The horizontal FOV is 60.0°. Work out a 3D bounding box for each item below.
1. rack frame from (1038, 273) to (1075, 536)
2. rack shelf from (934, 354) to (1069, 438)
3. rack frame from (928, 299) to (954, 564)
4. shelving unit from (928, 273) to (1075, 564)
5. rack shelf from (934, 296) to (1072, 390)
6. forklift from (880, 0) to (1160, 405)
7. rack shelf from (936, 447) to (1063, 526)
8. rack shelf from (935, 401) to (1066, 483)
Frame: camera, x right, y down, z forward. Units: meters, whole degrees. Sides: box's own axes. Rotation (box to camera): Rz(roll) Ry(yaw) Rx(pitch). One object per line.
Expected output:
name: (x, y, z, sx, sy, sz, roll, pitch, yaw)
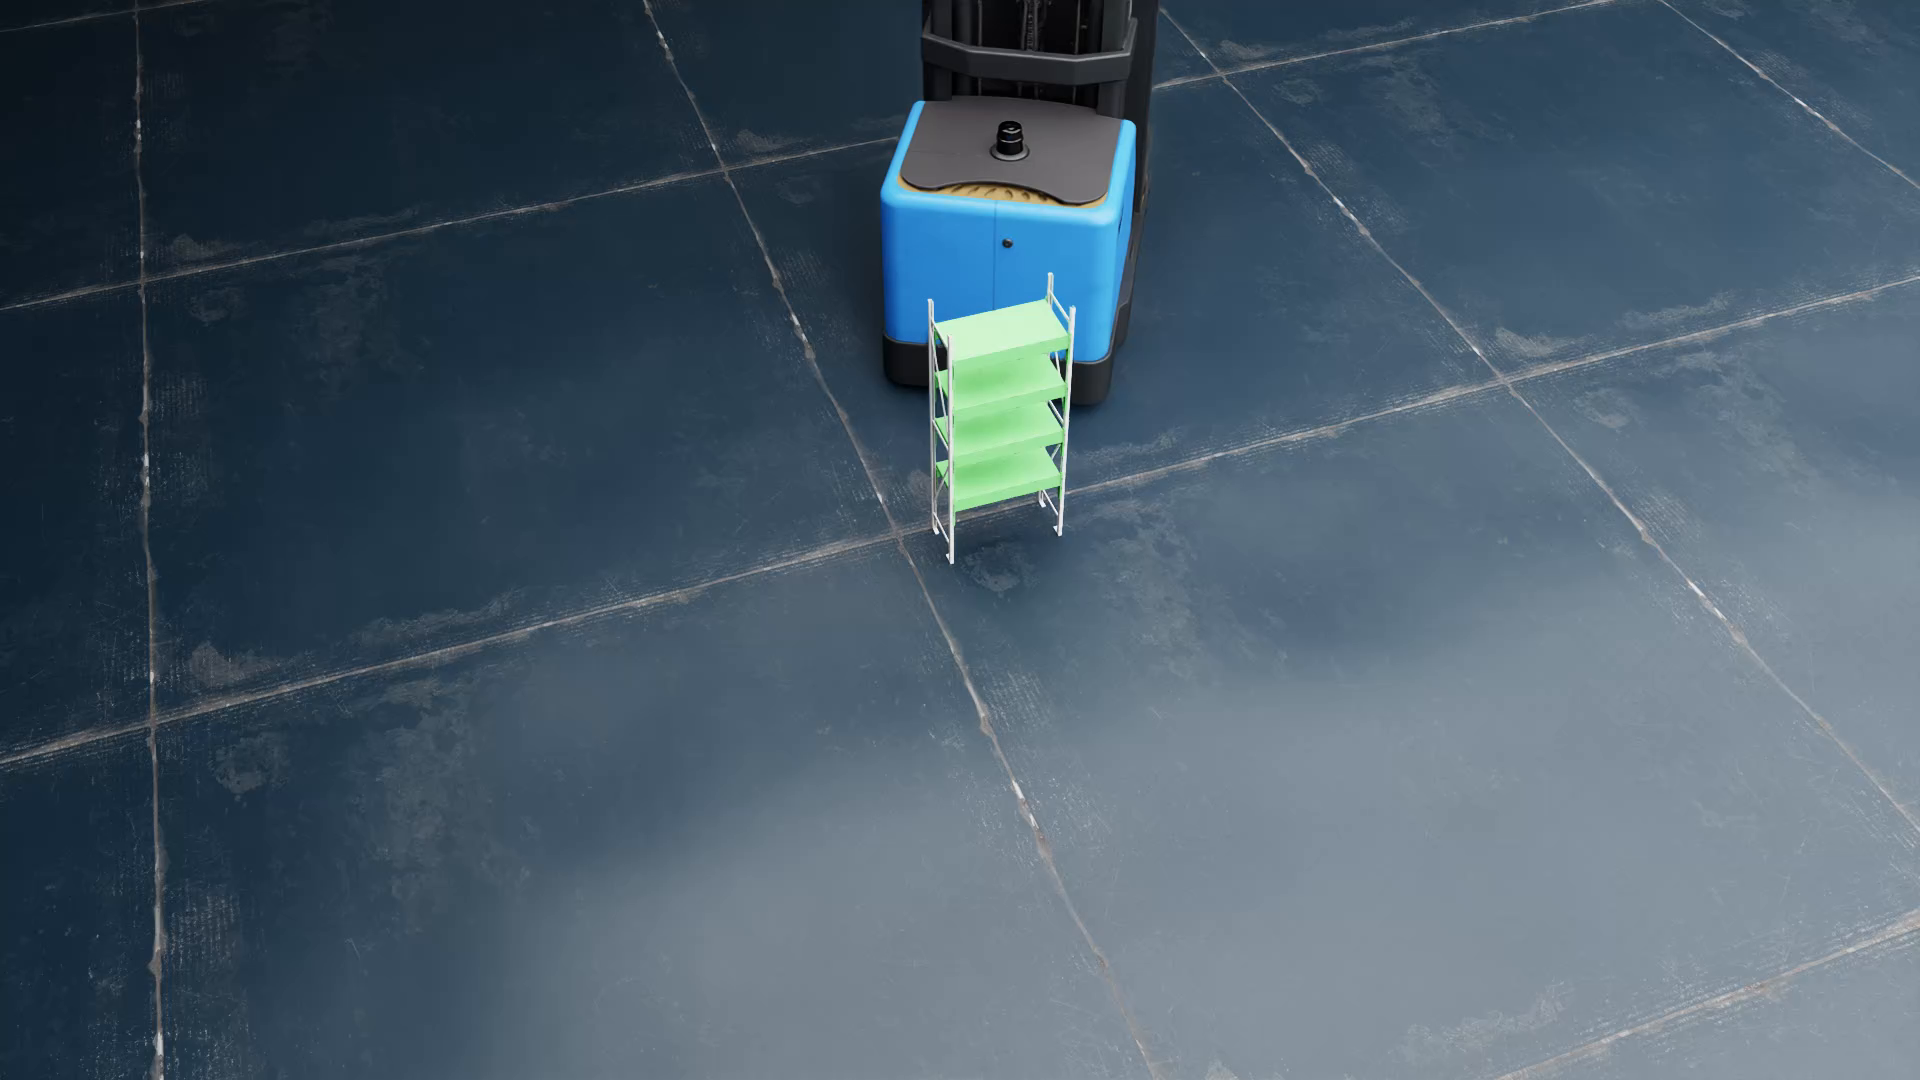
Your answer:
rack frame: (0.385, -0.522, 6.732, 0.015, 1.200, 0.240, -14, 47, -14)
rack shelf: (0.156, -0.588, 6.549, 0.480, 0.148, 0.258, -14, 47, -14)
rack frame: (-0.074, -0.405, 6.616, 0.015, 1.200, 0.240, -14, 47, -14)
shelving unit: (0.156, -0.463, 6.674, 0.503, 1.200, 0.258, -14, 47, -14)
rack shelf: (0.156, -0.757, 6.379, 0.480, 0.148, 0.258, -14, 47, -14)
forklift: (0.409, -2.708, 7.689, 1.130, 2.935, 3.031, 7, 46, 7)
rack shelf: (0.156, -0.249, 6.889, 0.480, 0.148, 0.258, -14, 47, -14)
rack shelf: (0.156, -0.418, 6.719, 0.480, 0.148, 0.258, -14, 47, -14)
